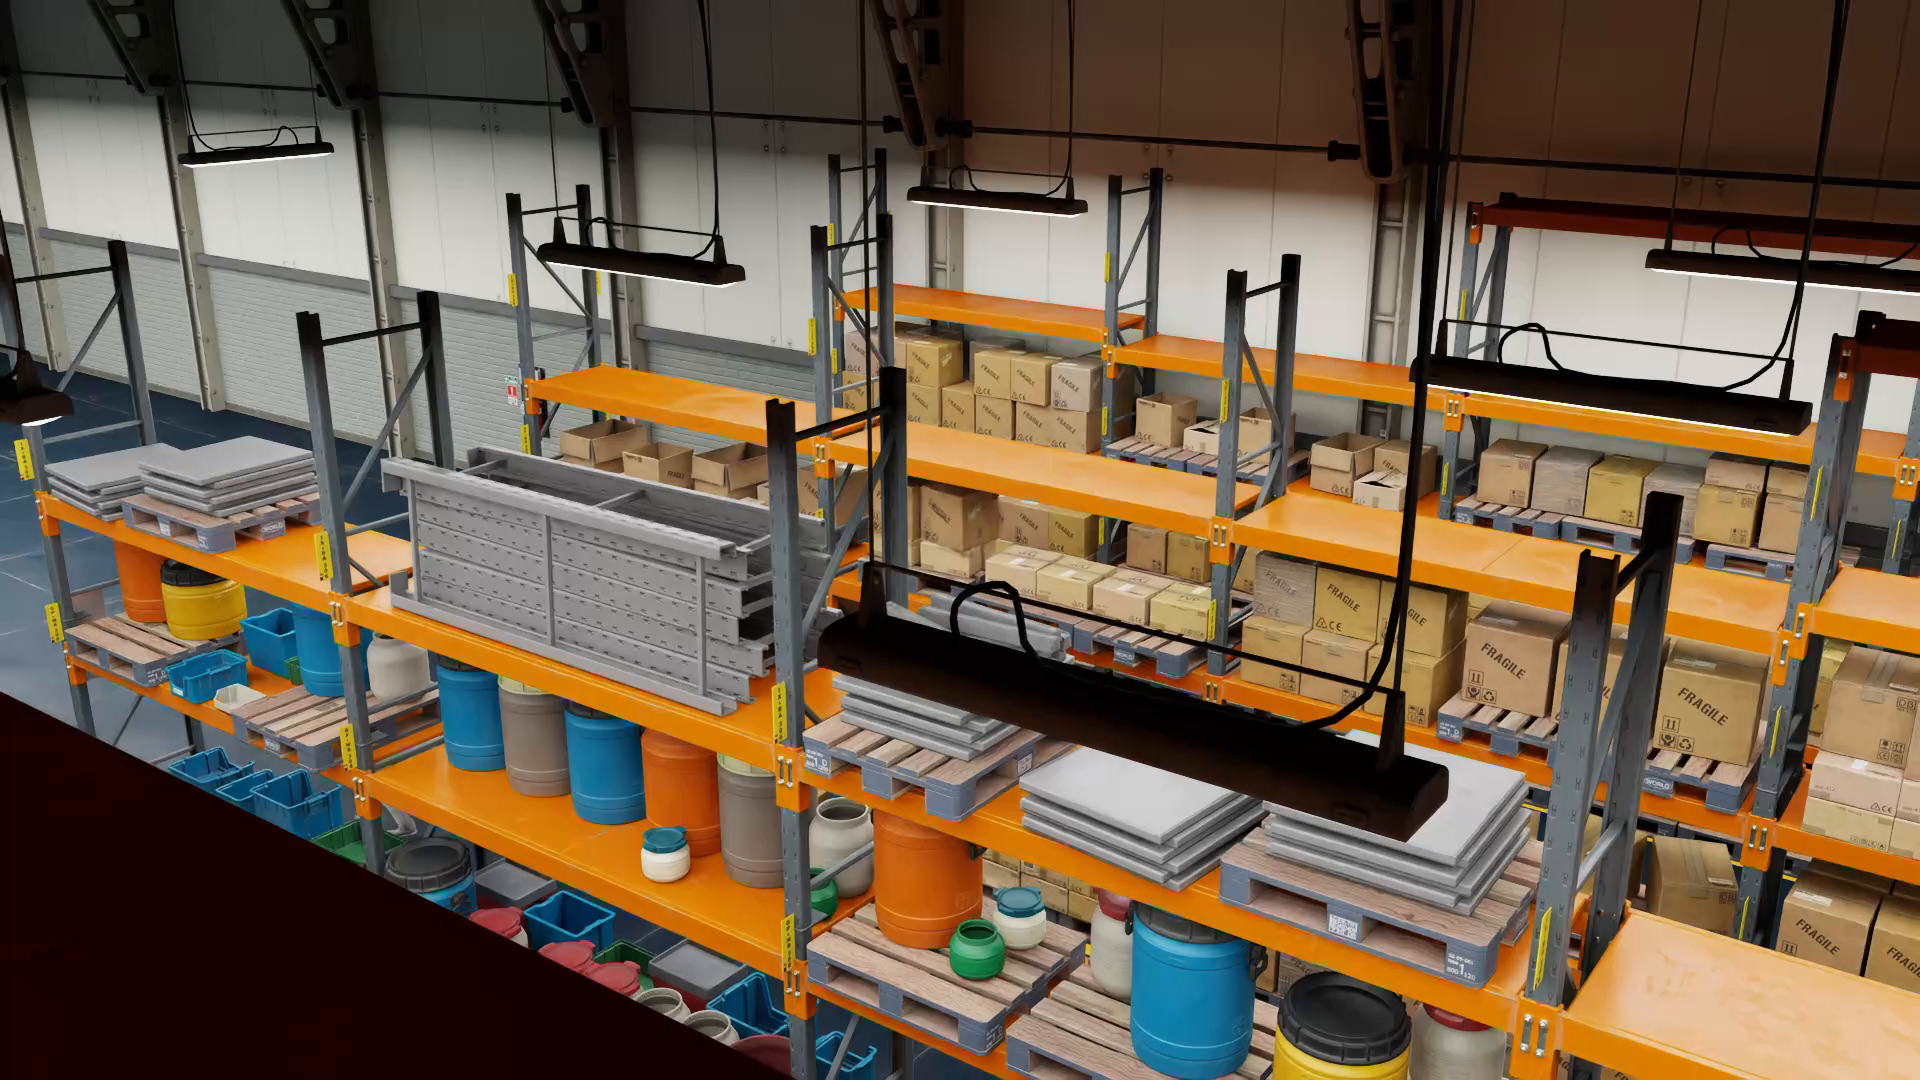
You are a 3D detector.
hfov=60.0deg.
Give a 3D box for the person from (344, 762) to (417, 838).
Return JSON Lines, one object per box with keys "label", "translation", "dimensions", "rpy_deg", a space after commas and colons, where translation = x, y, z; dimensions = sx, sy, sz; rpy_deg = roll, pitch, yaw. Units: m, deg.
{"label": "person", "translation": [-5.731, 2.125, 16.099], "dimensions": [0.778, 1.663, 0.515], "rpy_deg": [-3, 19, -8]}
